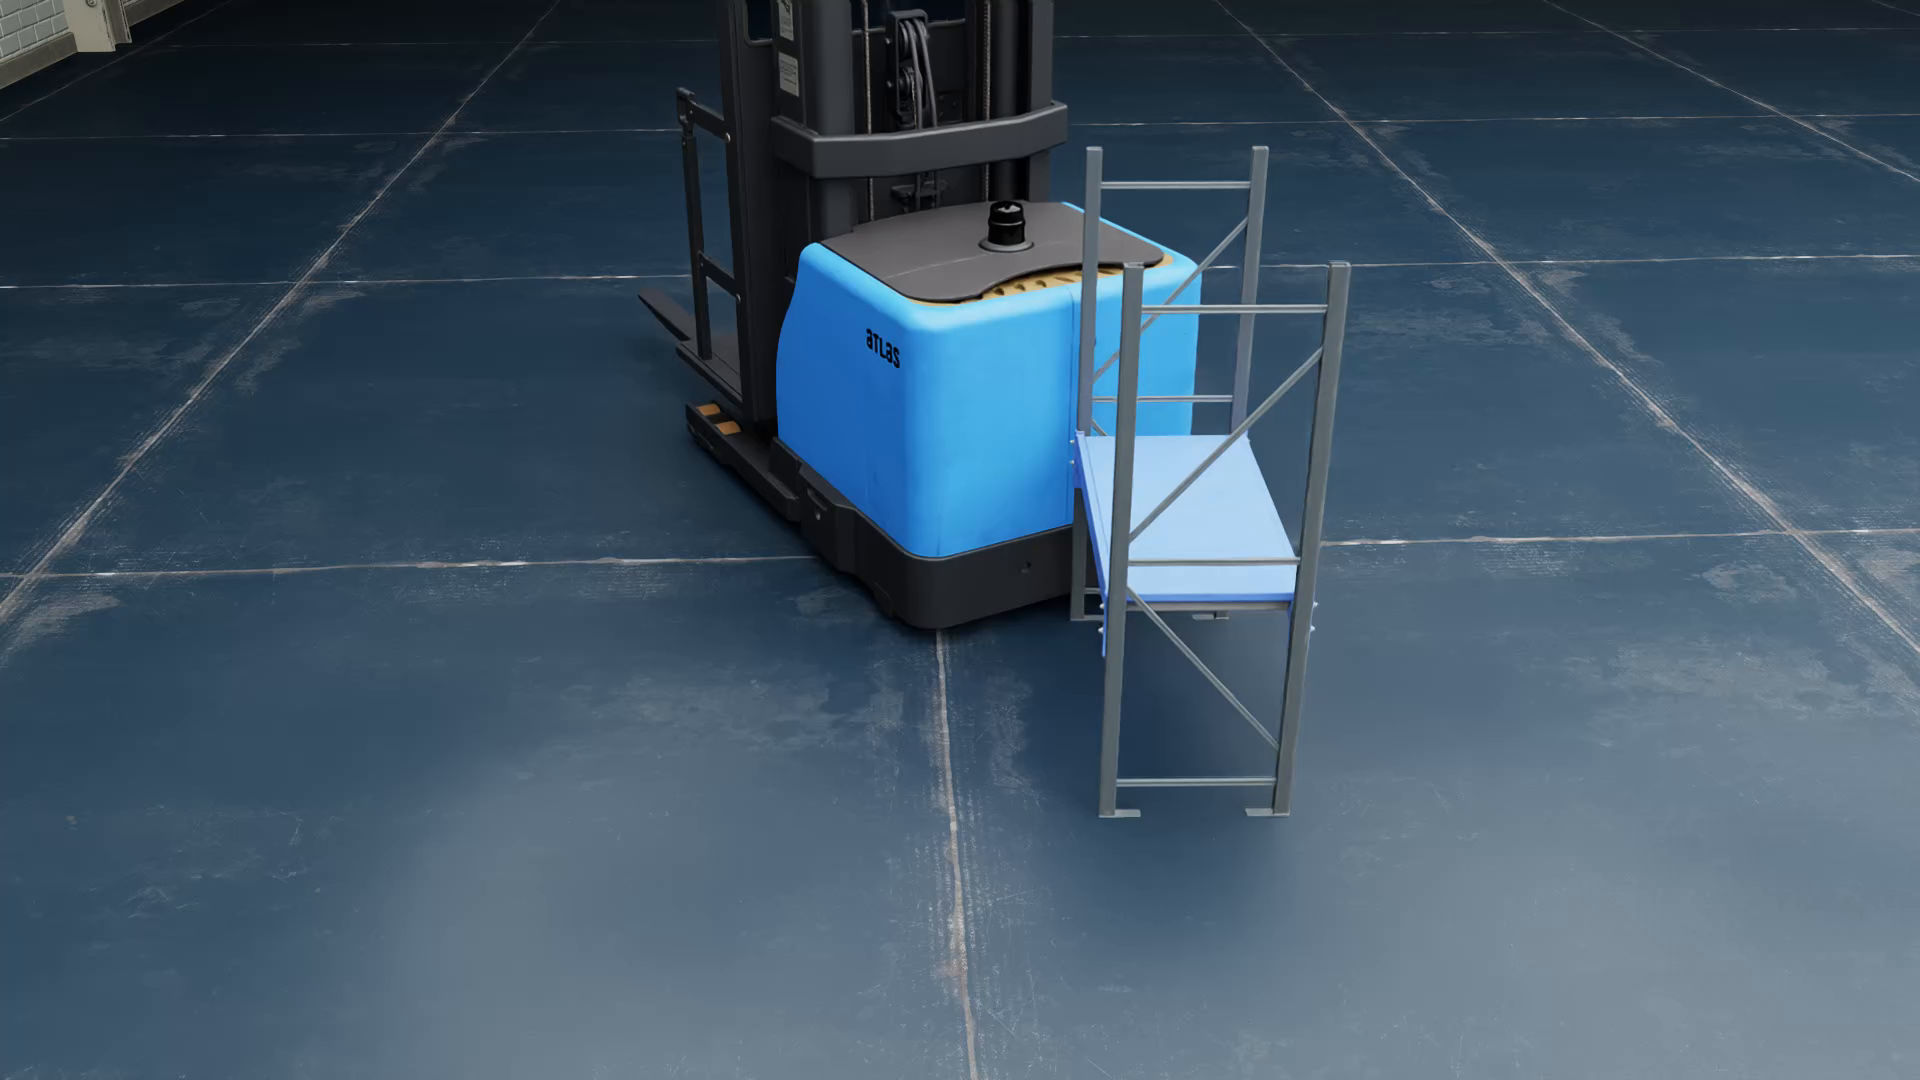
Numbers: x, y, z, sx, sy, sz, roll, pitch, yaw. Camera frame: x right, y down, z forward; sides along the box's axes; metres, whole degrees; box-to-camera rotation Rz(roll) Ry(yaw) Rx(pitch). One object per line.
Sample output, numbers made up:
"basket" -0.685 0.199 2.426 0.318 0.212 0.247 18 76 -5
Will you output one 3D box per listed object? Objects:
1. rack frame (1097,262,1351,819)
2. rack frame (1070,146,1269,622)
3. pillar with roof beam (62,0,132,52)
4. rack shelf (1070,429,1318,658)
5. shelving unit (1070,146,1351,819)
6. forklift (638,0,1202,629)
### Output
"rack frame" 0.612 0.056 4.020 0.500 1.500 0.032 0 28 -1
"rack frame" 0.598 -0.414 4.921 0.500 1.500 0.032 0 28 -1
"pillar with roof beam" -2.573 -8.051 11.455 9.100 9.000 0.400 -1 28 -3
"rack shelf" 0.605 -0.019 4.554 0.538 0.185 1.000 0 28 -1
"shelving unit" 0.605 -0.179 4.471 0.538 1.500 1.048 0 28 -1
"forklift" -0.403 -1.675 5.792 1.130 2.935 3.031 -14 31 -26
